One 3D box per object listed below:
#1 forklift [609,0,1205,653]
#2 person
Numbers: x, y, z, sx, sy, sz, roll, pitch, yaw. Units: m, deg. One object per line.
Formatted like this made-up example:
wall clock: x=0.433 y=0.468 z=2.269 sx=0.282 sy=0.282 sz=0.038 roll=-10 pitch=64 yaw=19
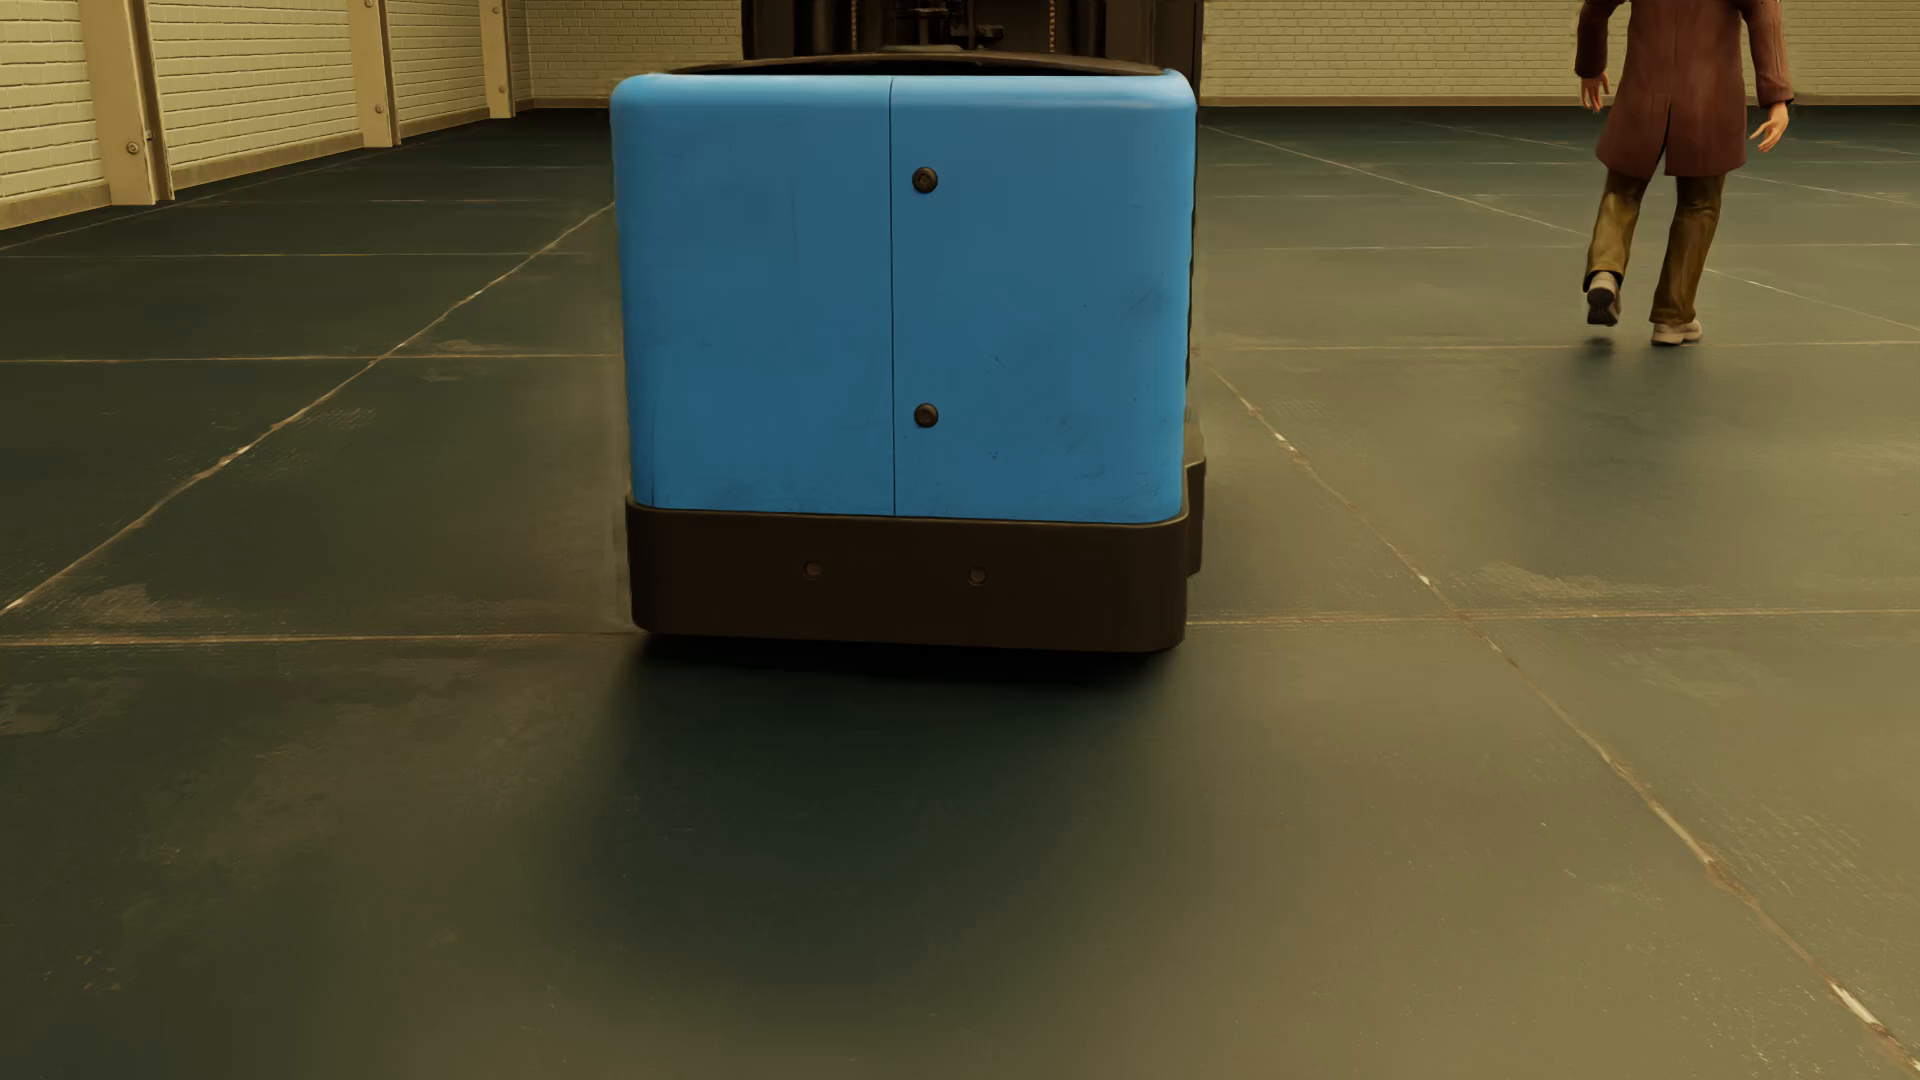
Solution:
forklift: x=0.055 y=-1.582 z=4.078 sx=1.130 sy=2.935 sz=3.031 roll=2 pitch=17 yaw=6
person: x=2.634 y=-1.600 z=6.148 sx=0.852 sy=1.761 sz=0.641 roll=11 pitch=20 yaw=33
